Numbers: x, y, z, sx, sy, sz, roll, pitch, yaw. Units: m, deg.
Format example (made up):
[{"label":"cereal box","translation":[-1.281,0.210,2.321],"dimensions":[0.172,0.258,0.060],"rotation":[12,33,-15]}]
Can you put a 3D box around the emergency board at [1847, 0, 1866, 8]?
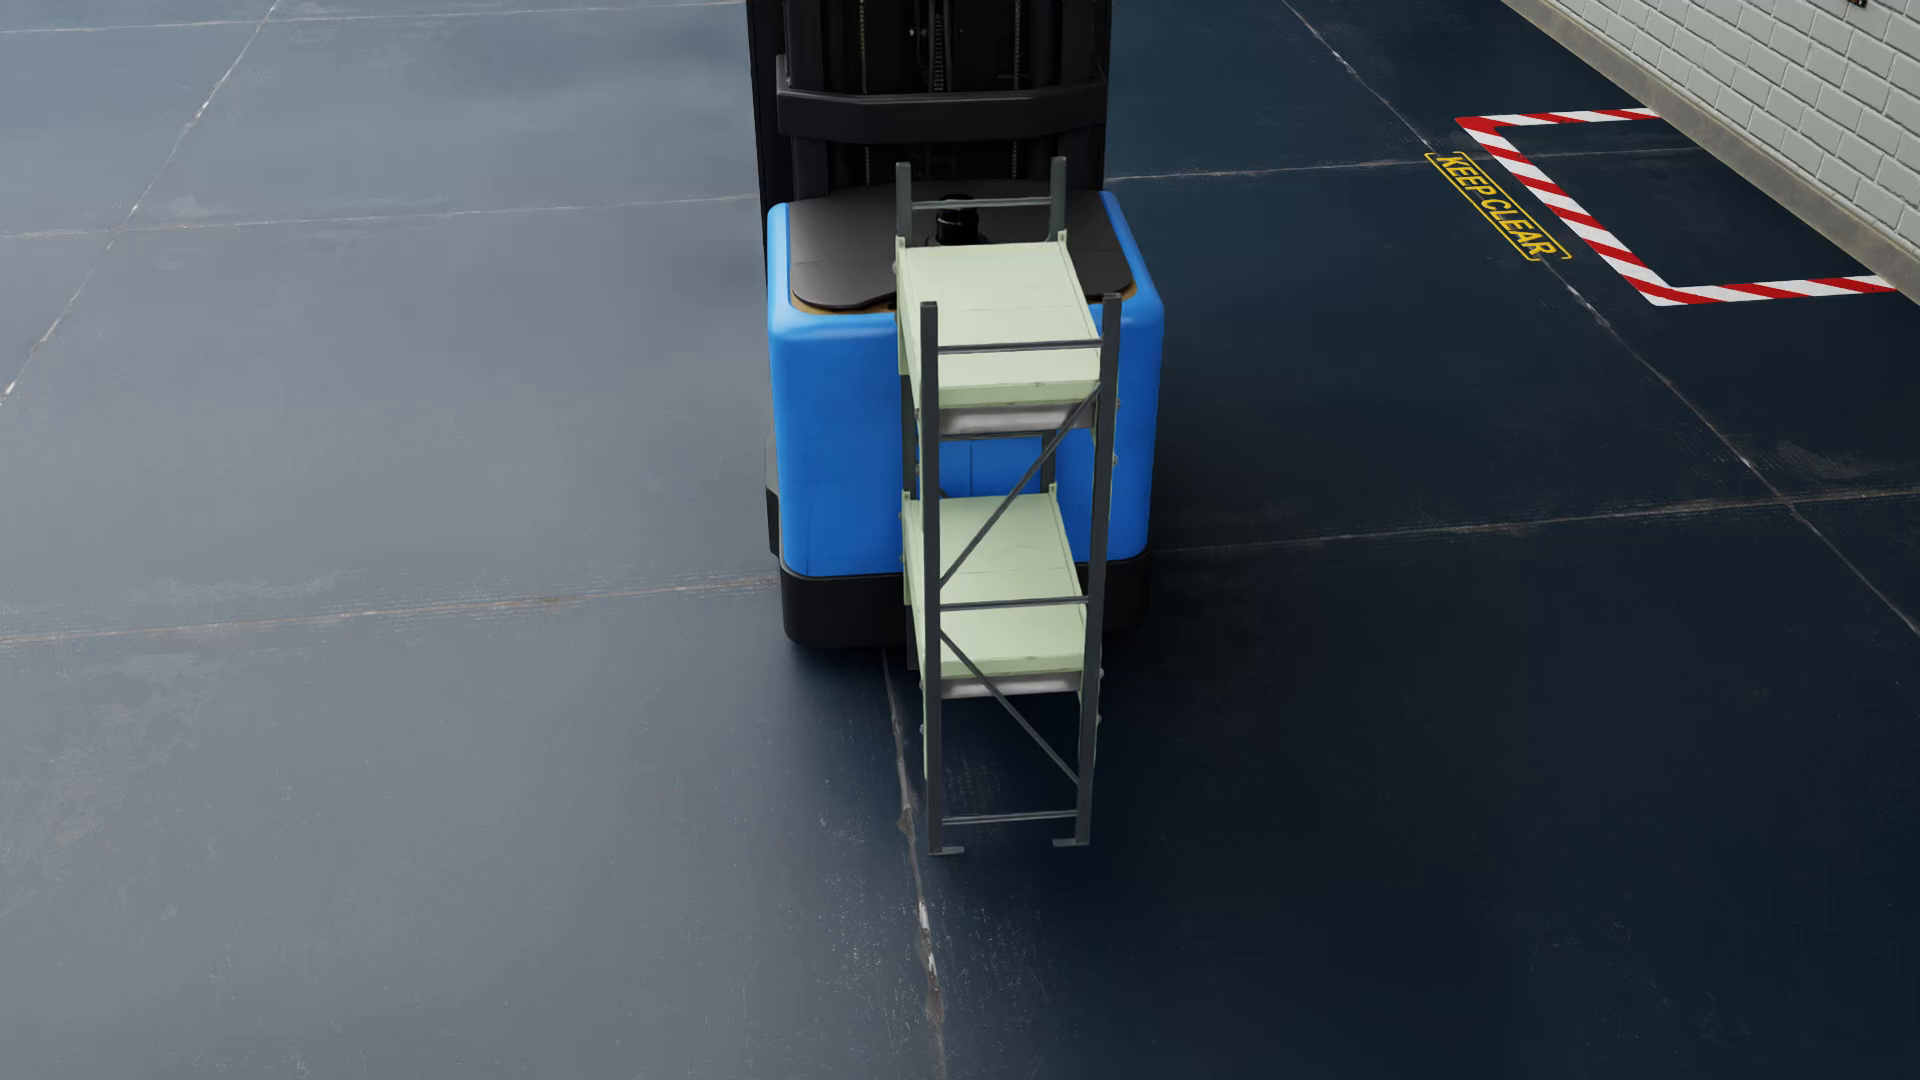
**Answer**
[{"label":"emergency board","translation":[3.594,-2.841,6.755],"dimensions":[0.157,1.169,0.626],"rotation":[-4,35,-6]}]

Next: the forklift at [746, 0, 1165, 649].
[{"label":"forklift","translation":[-0.115,-1.717,5.167],"dimensions":[1.130,2.935,3.031],"rotation":[-3,34,-5]}]

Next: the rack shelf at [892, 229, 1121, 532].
[{"label":"rack shelf","translation":[0.086,-0.383,3.787],"dimensions":[0.431,0.370,0.720],"rotation":[-3,34,-5]}]

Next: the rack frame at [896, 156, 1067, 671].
[{"label":"rack frame","translation":[0.050,-0.265,4.307],"dimensions":[0.400,1.500,0.023],"rotation":[-3,34,-5]}]

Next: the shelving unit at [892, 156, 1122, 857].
[{"label":"shelving unit","translation":[0.086,-0.060,4.006],"dimensions":[0.431,1.500,0.755],"rotation":[-3,34,-5]}]

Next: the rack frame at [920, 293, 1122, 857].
[{"label":"rack frame","translation":[0.121,0.145,3.705],"dimensions":[0.400,1.500,0.023],"rotation":[-3,34,-5]}]

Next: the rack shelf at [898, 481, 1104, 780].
[{"label":"rack shelf","translation":[0.086,0.209,4.190],"dimensions":[0.431,0.370,0.720],"rotation":[-3,34,-5]}]
